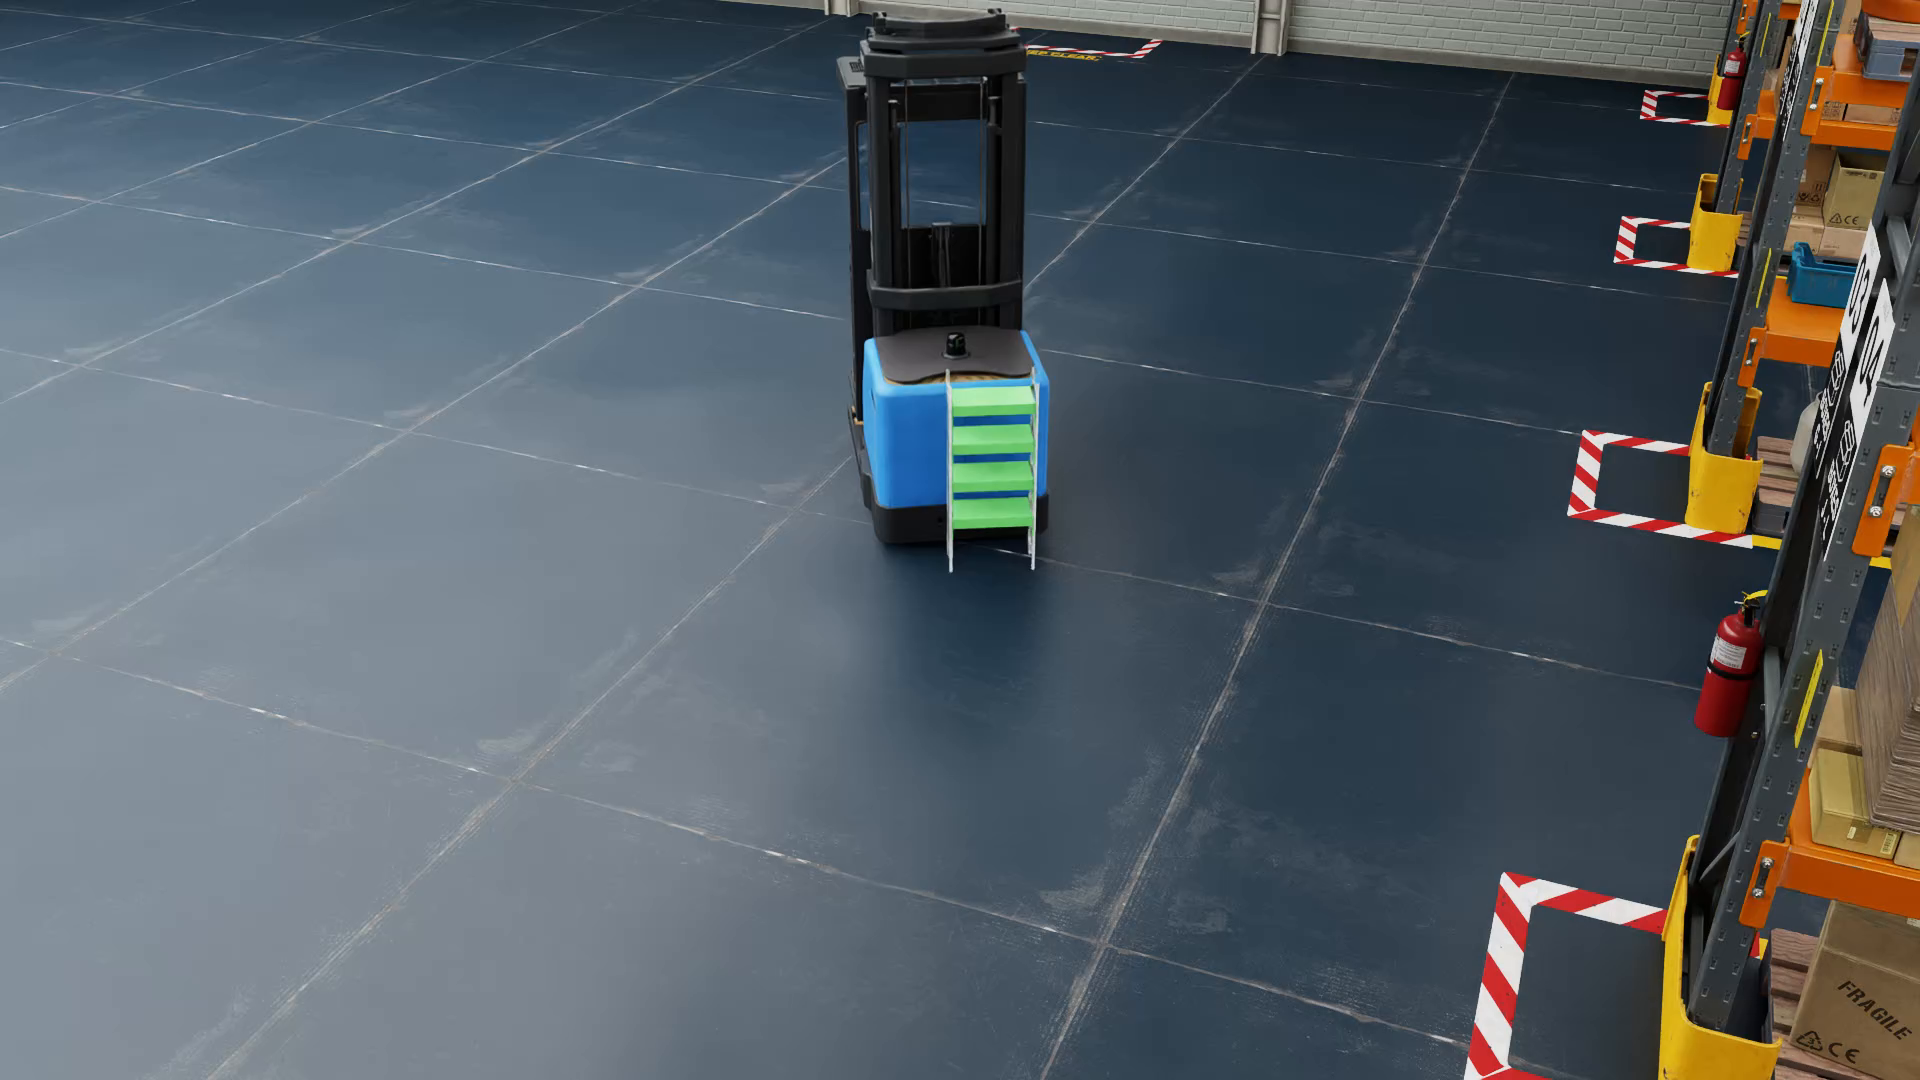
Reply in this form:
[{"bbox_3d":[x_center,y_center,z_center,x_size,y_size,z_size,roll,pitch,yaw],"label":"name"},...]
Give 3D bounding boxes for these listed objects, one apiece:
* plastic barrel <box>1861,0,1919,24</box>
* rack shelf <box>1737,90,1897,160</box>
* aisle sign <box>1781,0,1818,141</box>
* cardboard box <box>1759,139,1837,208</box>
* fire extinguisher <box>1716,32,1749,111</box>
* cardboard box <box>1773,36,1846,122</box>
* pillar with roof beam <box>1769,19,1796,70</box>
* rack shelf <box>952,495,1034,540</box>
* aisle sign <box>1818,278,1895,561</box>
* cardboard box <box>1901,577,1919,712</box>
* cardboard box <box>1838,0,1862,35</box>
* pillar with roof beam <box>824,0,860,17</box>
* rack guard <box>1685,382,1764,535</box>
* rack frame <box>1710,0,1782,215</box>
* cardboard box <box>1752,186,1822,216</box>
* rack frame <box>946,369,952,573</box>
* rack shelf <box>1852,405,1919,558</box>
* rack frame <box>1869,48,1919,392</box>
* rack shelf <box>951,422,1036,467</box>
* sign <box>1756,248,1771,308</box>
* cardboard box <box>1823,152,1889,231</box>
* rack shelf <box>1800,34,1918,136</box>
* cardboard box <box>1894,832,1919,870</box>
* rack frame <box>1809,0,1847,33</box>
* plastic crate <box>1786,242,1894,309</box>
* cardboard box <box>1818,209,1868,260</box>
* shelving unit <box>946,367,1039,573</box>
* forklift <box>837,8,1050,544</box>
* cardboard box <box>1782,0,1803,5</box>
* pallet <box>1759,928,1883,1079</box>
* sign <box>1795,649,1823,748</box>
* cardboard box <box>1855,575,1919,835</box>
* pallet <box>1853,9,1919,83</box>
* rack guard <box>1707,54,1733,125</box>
[{"bbox_3d":[5.285,-3.263,8.975,0.708,0.830,0.600,11,31,19],"label":"plastic barrel"},{"bbox_3d":[8.506,-3.194,13.495,4.000,0.370,1.077,11,31,19],"label":"rack shelf"},{"bbox_3d":[4.610,-2.631,9.126,0.004,0.787,0.394,11,31,19],"label":"aisle sign"},{"bbox_3d":[7.261,-3.226,14.426,0.500,0.500,0.500,11,31,19],"label":"cardboard box"},{"bbox_3d":[6.718,-4.077,14.405,0.183,0.674,0.296,11,31,19],"label":"fire extinguisher"},{"bbox_3d":[7.080,-3.829,13.785,0.500,0.500,0.700,11,31,19],"label":"cardboard box"},{"bbox_3d":[7.867,-7.050,13.490,0.400,9.000,9.100,11,31,19],"label":"pillar with roof beam"},{"bbox_3d":[0.182,-0.131,9.792,0.480,0.148,0.258,-2,30,-4],"label":"rack shelf"},{"bbox_3d":[2.754,-0.368,5.121,0.004,0.787,0.394,11,31,19],"label":"aisle sign"},{"bbox_3d":[3.332,0.256,5.239,0.500,0.500,0.500,11,31,19],"label":"cardboard box"},{"bbox_3d":[7.129,-4.384,13.449,0.500,0.500,0.700,11,31,19],"label":"cardboard box"},{"bbox_3d":[-3.253,-9.271,17.418,0.400,9.000,9.100,11,31,19],"label":"pillar with roof beam"},{"bbox_3d":[4.875,-0.539,10.607,0.348,0.500,1.175,11,31,19],"label":"rack guard"},{"bbox_3d":[6.652,-3.877,13.973,0.127,3.000,1.000,11,31,19],"label":"rack frame"},{"bbox_3d":[7.260,-2.899,14.609,0.500,0.250,0.500,11,31,19],"label":"cardboard box"},{"bbox_3d":[-0.062,-0.387,9.627,0.015,1.200,0.240,-2,30,-4],"label":"rack frame"},{"bbox_3d":[4.778,0.016,4.767,4.000,0.370,1.077,11,31,19],"label":"rack shelf"},{"bbox_3d":[2.924,-1.973,4.507,0.127,3.000,1.000,11,31,19],"label":"rack frame"},{"bbox_3d":[0.182,-0.549,9.556,0.480,0.148,0.258,-2,30,-4],"label":"rack shelf"},{"bbox_3d":[4.576,-1.490,9.468,0.005,0.325,0.100,11,31,19],"label":"sign"},{"bbox_3d":[7.530,-2.897,13.845,0.500,0.500,0.500,11,31,19],"label":"cardboard box"},{"bbox_3d":[6.640,-2.242,8.763,4.000,0.370,1.077,11,31,19],"label":"rack shelf"},{"bbox_3d":[3.323,0.965,5.662,0.250,0.149,0.380,11,31,19],"label":"cardboard box"},{"bbox_3d":[4.787,-4.231,8.502,0.127,3.000,1.000,11,31,19],"label":"rack frame"},{"bbox_3d":[5.363,-1.599,10.093,0.616,0.251,0.499,11,31,19],"label":"plastic crate"},{"bbox_3d":[7.530,-2.572,14.031,0.500,0.250,0.500,11,31,19],"label":"cardboard box"},{"bbox_3d":[0.182,-0.396,9.642,0.503,1.200,0.258,-2,30,-4],"label":"shelving unit"},{"bbox_3d":[-0.179,-1.958,10.647,1.130,2.935,3.031,-4,30,-7],"label":"forklift"},{"bbox_3d":[8.844,-5.845,17.586,0.500,0.250,0.500,10,31,18],"label":"cardboard box"},{"bbox_3d":[3.734,2.033,6.350,1.213,0.211,1.003,11,31,19],"label":"pallet"},{"bbox_3d":[2.721,0.509,5.332,0.005,0.325,0.100,11,31,19],"label":"sign"},{"bbox_3d":[3.424,0.580,5.683,0.500,0.500,0.875,11,31,19],"label":"cardboard box"},{"bbox_3d":[5.516,-2.646,8.937,1.213,0.211,1.003,11,31,19],"label":"pallet"},{"bbox_3d":[8.582,-5.035,18.560,0.348,0.500,1.175,11,31,19],"label":"rack guard"}]
